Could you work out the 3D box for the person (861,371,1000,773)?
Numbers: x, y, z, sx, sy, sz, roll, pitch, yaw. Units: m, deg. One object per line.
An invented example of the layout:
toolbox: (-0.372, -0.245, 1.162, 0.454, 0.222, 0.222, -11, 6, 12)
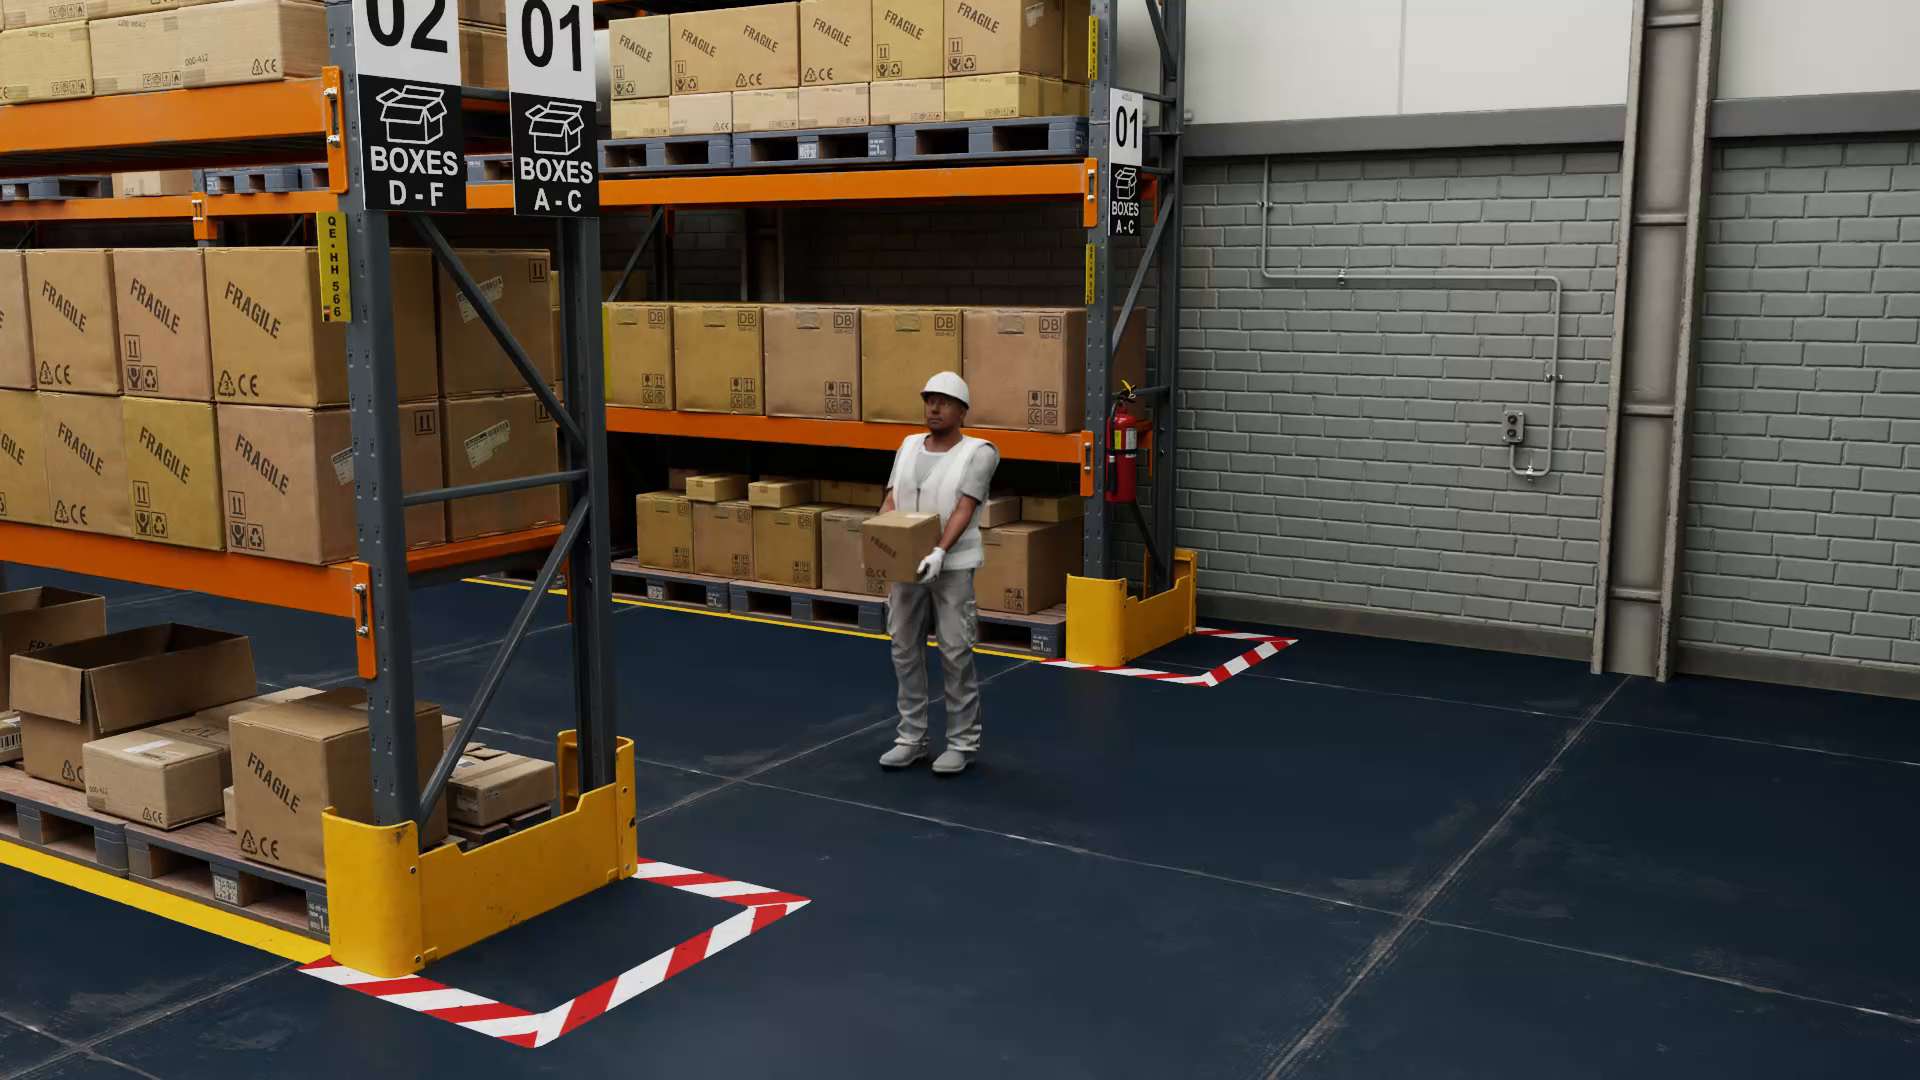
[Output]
person: (-0.146, 0.153, 7.394, 0.493, 1.782, 0.573, 6, 11, 31)
